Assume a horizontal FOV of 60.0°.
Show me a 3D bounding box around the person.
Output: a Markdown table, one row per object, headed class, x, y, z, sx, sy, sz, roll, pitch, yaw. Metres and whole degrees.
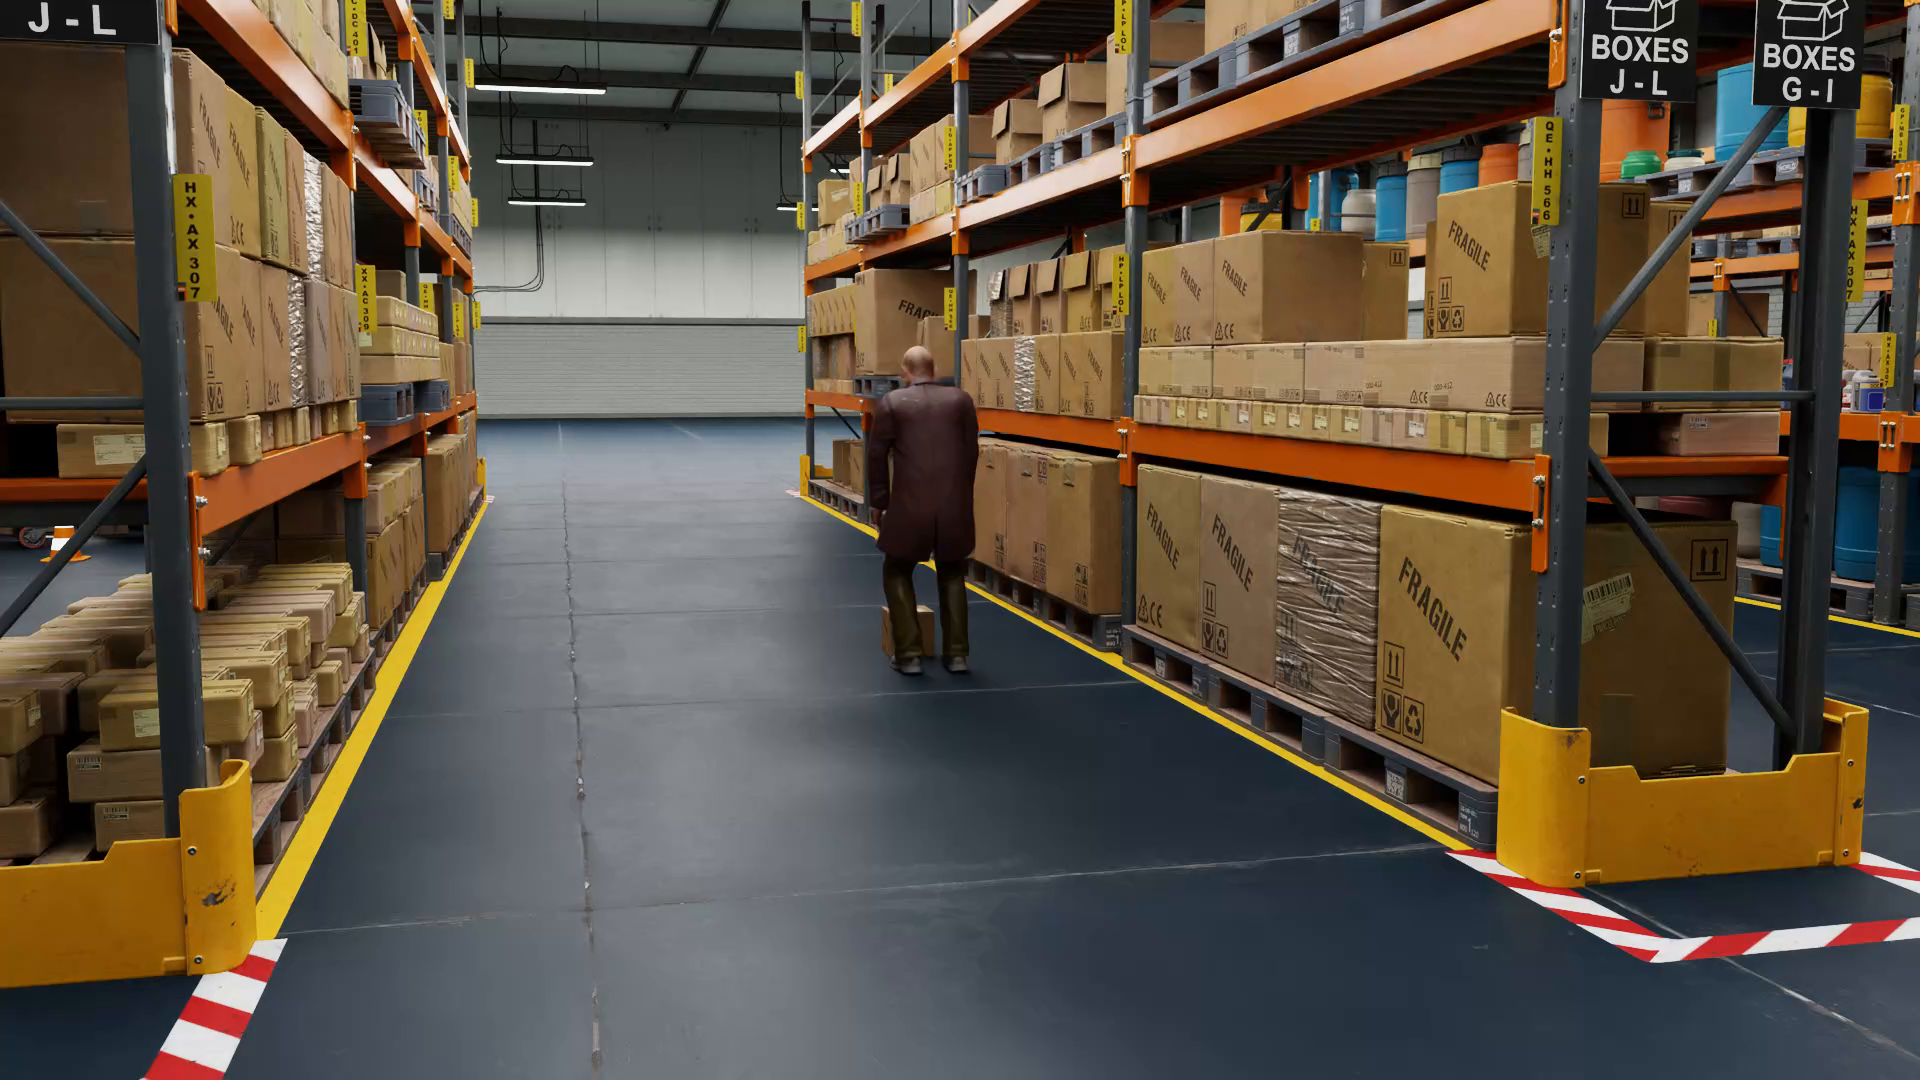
| class | x | y | z | sx | sy | sz | roll | pitch | yaw |
| --- | --- | --- | --- | --- | --- | --- | --- | --- | --- |
| person | -0.195 | -0.158 | 8.749 | 0.595 | 1.715 | 0.449 | -1 | 6 | -12 |
